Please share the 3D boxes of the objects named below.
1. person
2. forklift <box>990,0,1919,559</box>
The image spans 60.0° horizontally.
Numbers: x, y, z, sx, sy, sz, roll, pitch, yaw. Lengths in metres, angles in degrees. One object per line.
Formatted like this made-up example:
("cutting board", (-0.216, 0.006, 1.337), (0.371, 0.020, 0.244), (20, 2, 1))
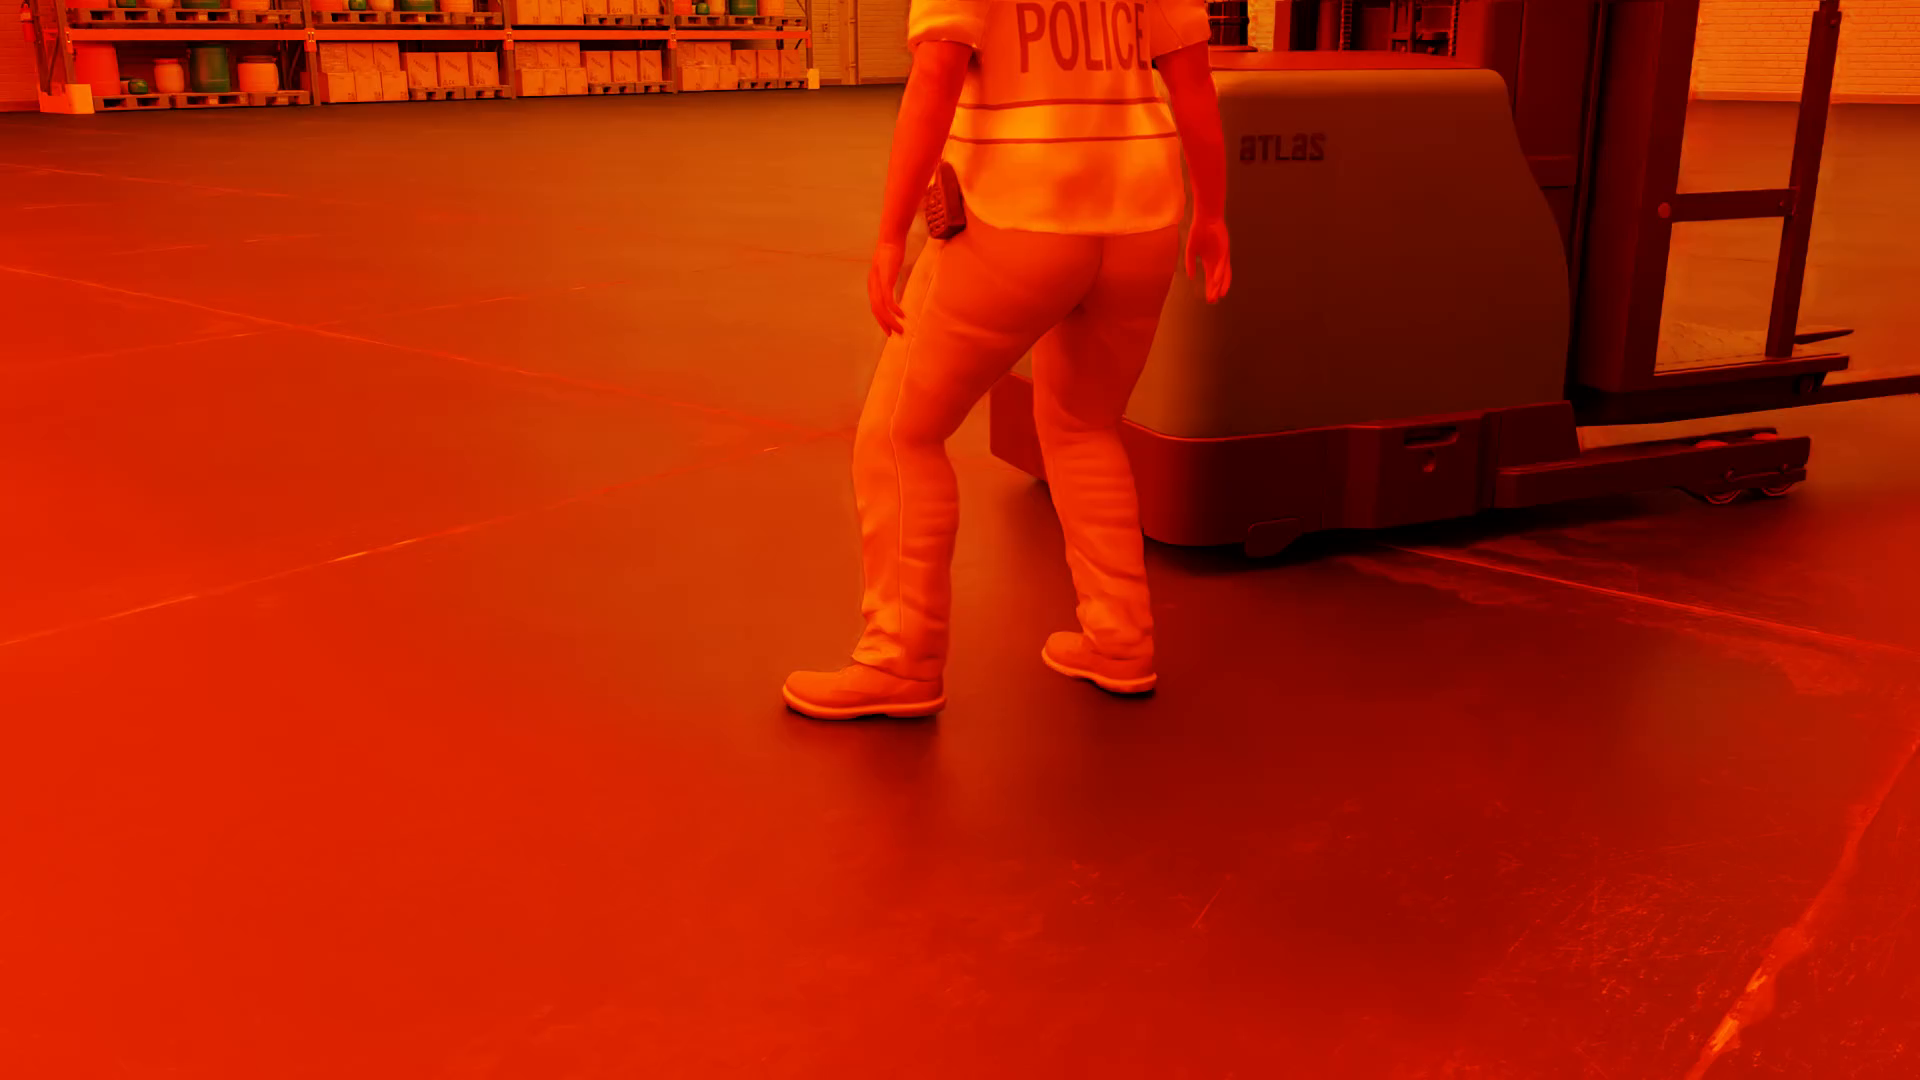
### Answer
("person", (0.089, -0.514, 2.845), (0.811, 1.638, 0.470), (-11, 20, -33))
("forklift", (1.645, -1.625, 4.247), (3.031, 2.935, 1.130), (-7, 18, -23))
